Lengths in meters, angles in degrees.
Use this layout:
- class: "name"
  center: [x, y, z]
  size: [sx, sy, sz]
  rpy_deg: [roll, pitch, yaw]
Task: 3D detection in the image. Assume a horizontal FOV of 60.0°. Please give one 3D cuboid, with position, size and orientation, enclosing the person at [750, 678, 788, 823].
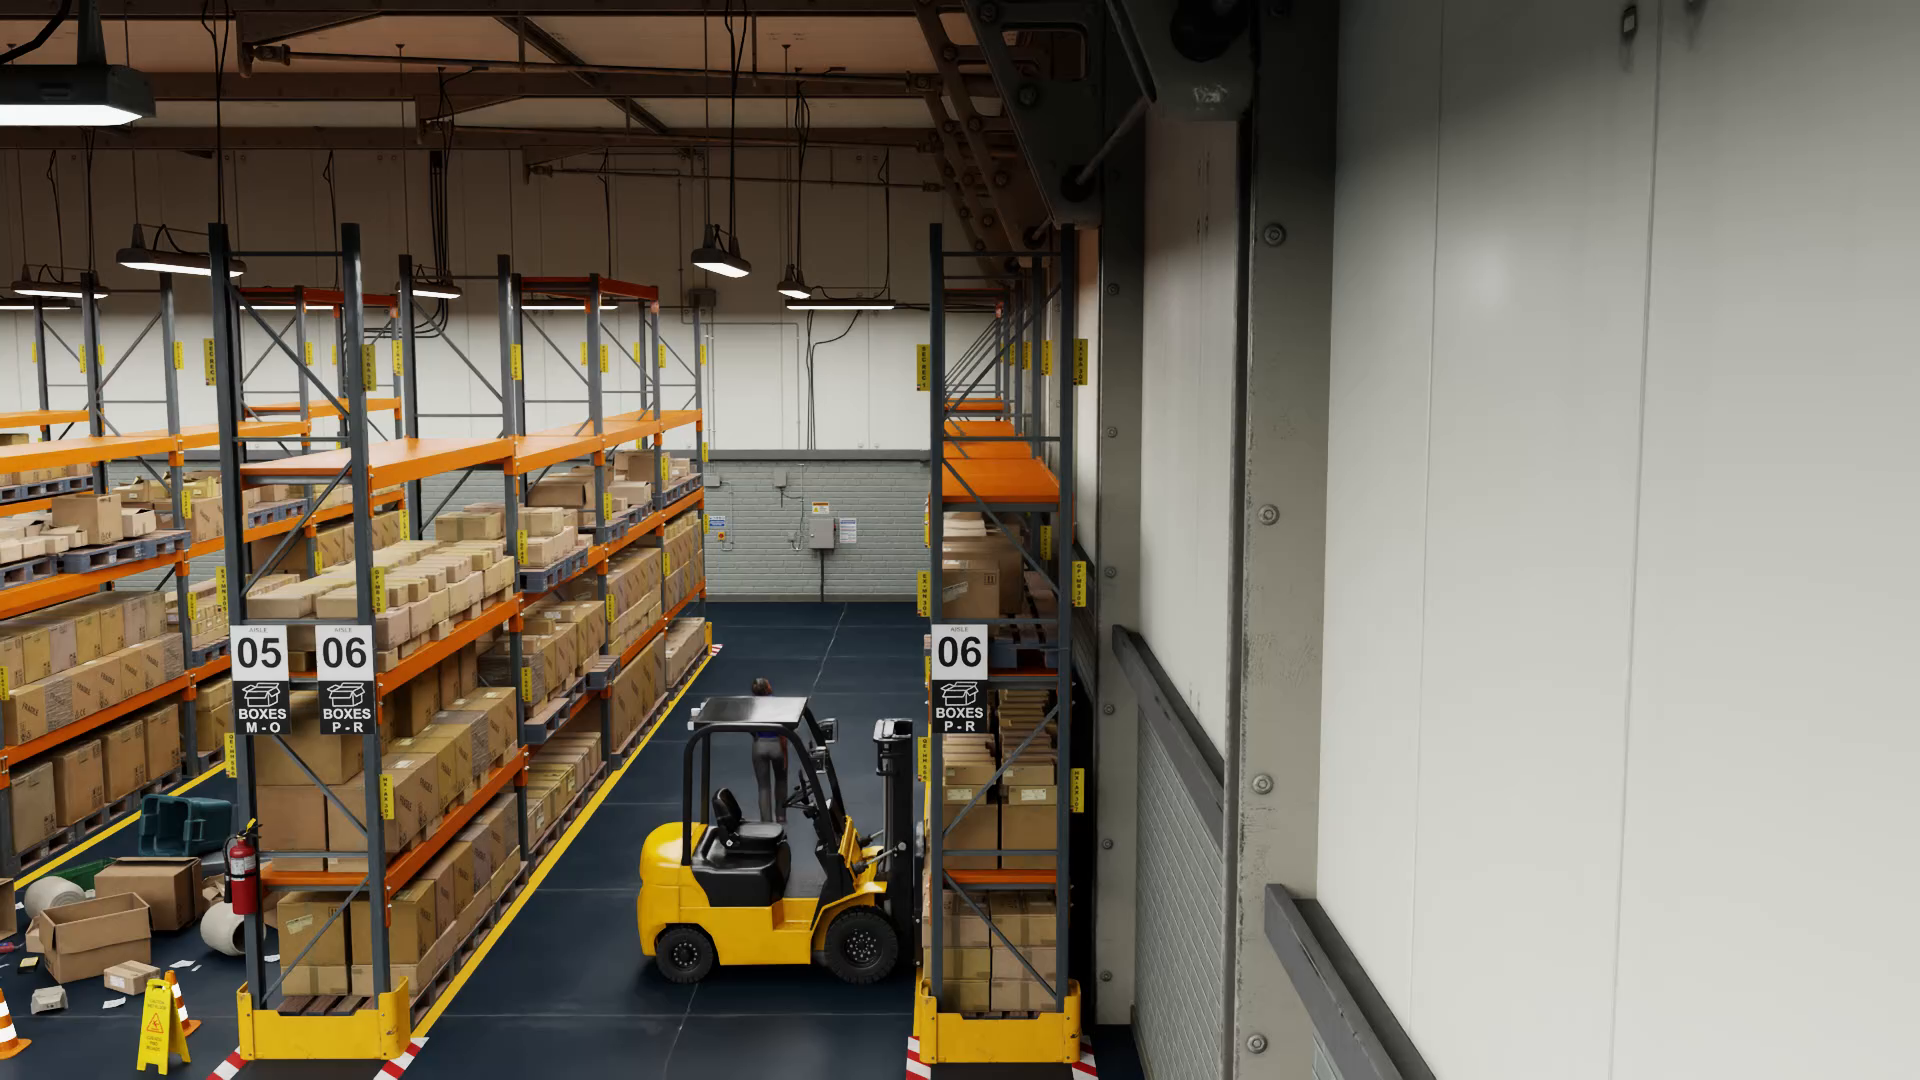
- class: "person"
  center: [-1.987, 2.207, 17.099]
  size: [0.435, 1.656, 0.733]
  rpy_deg: [-1, 7, -9]
